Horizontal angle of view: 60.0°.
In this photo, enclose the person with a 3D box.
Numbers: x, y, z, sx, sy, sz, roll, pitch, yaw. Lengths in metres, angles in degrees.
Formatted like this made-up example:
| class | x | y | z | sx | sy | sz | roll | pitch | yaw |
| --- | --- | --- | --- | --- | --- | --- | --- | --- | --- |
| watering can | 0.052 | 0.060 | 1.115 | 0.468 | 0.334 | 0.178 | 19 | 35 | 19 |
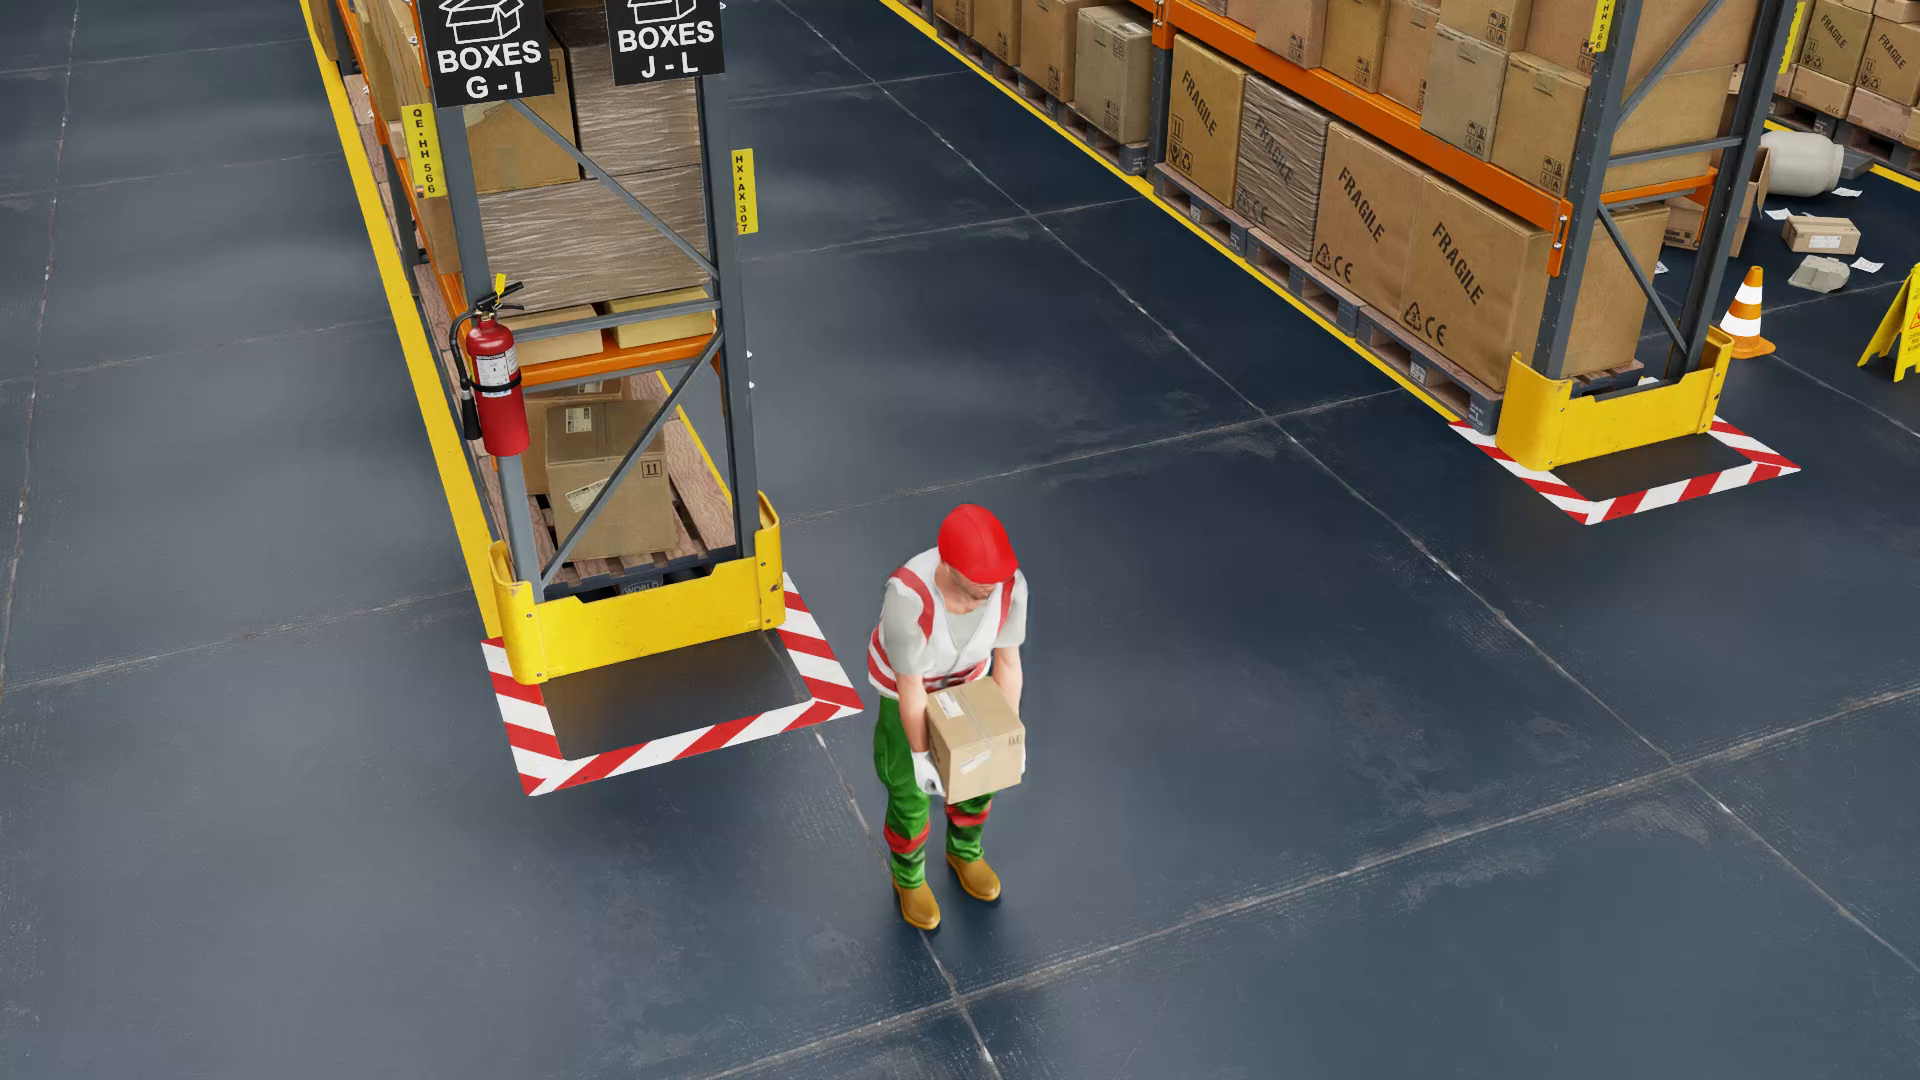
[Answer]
| class | x | y | z | sx | sy | sz | roll | pitch | yaw |
| --- | --- | --- | --- | --- | --- | --- | --- | --- | --- |
| person | -0.026 | 0.550 | 5.354 | 0.483 | 1.702 | 0.637 | -14 | 36 | -20 |
